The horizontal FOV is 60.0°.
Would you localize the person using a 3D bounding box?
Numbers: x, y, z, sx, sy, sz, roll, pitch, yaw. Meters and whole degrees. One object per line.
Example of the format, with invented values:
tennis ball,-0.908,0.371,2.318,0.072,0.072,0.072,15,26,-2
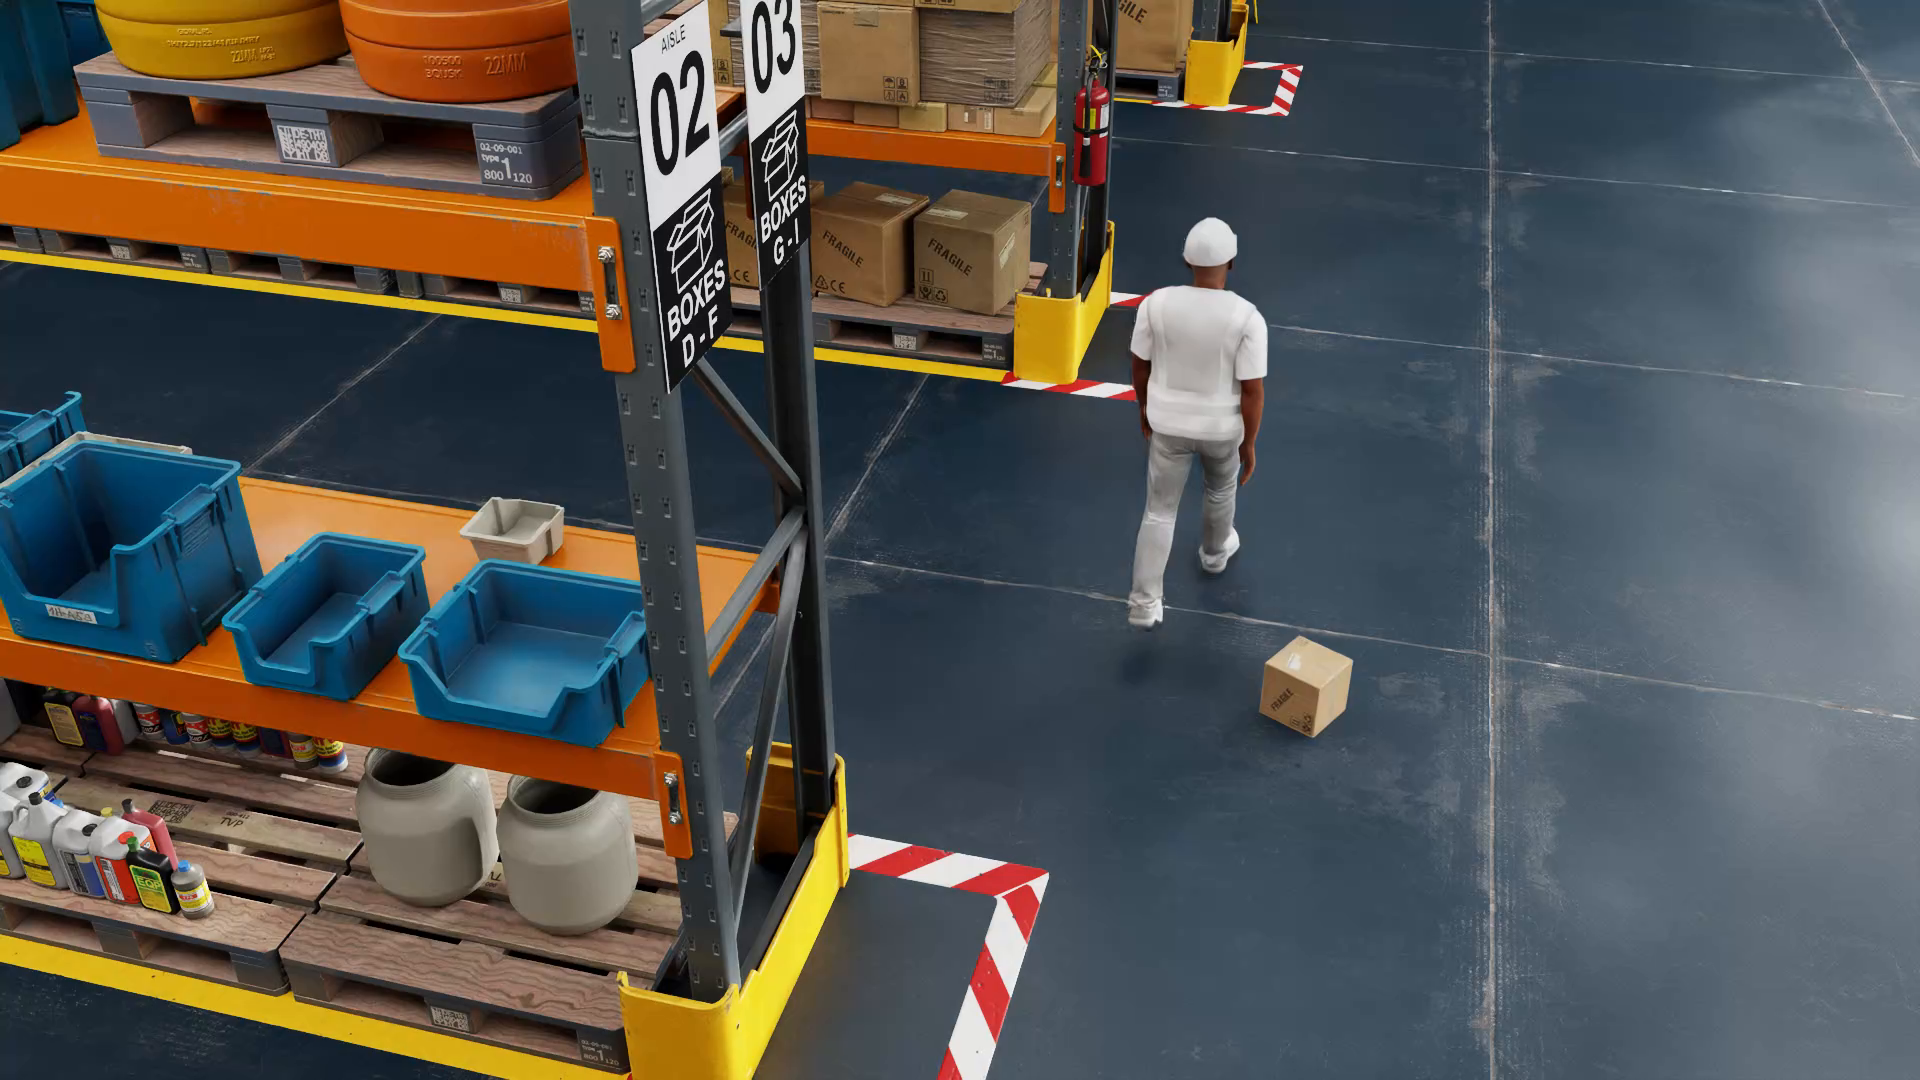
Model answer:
person,0.963,-0.484,6.875,0.571,1.731,1.021,9,34,14
